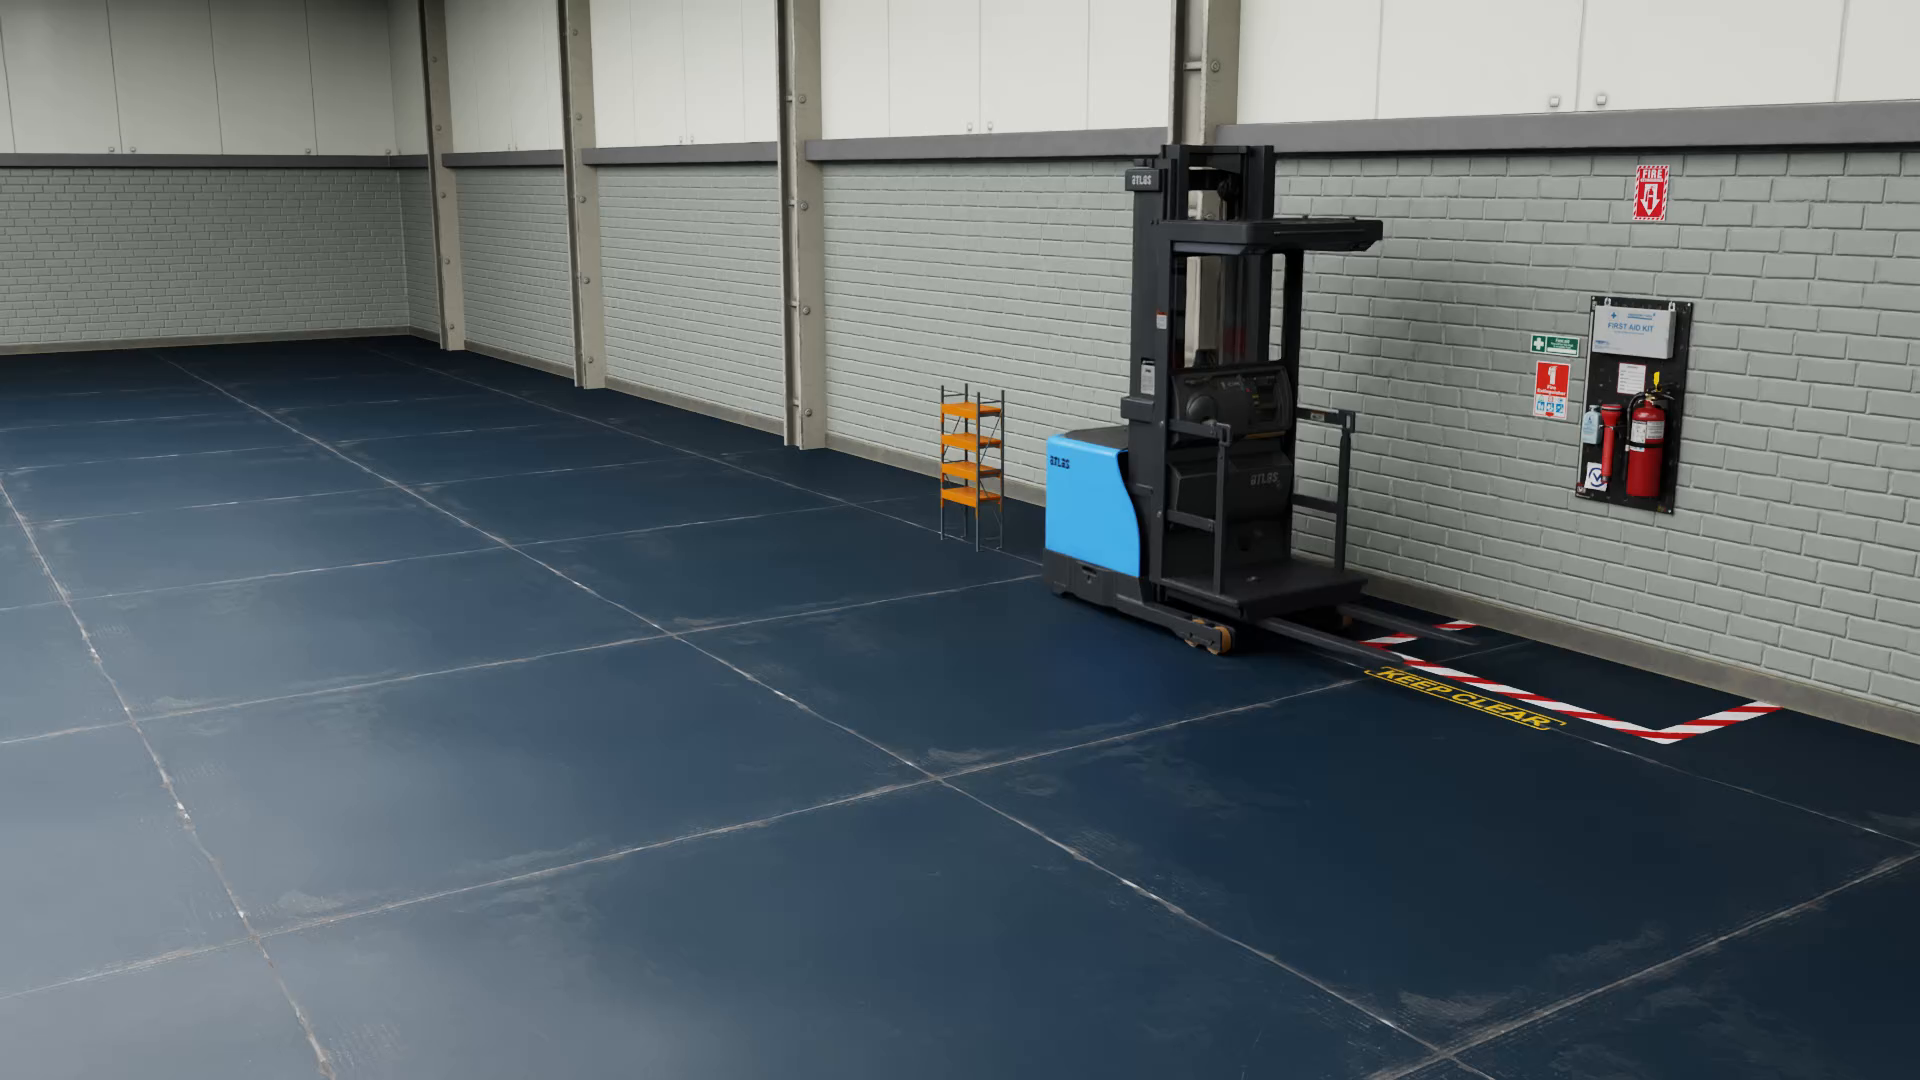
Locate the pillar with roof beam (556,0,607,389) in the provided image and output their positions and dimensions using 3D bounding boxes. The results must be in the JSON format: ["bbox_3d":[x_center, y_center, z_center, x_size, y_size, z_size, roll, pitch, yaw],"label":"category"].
[{"bbox_3d":[-8.514,-5.934,18.933,9.100,9.000,0.400,-8,15,-33],"label":"pillar with roof beam"}]

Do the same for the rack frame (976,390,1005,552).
[{"bbox_3d":[0.227,-0.513,12.401,0.240,1.200,0.015,-8,15,-33],"label":"rack frame"}]

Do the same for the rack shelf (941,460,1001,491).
[{"bbox_3d":[0.092,-0.491,12.613,0.258,0.148,0.480,-8,15,-33],"label":"rack shelf"}]

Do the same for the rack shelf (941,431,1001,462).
[{"bbox_3d":[0.092,-0.710,12.566,0.258,0.148,0.480,-8,15,-33],"label":"rack shelf"}]

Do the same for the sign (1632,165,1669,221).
[{"bbox_3d":[3.784,-1.901,9.108,0.001,0.298,0.199,-8,15,-33],"label":"sign"}]

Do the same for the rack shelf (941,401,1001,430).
[{"bbox_3d":[0.092,-0.941,12.515,0.258,0.148,0.480,-8,15,-33],"label":"rack shelf"}]

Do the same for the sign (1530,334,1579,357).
[{"bbox_3d":[3.480,-1.141,9.732,0.001,0.109,0.331,-8,15,-33],"label":"sign"}]

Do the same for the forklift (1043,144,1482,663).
[{"bbox_3d":[1.784,-0.874,9.996,1.130,2.935,3.031,-8,15,-32],"label":"forklift"}]

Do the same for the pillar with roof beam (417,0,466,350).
[{"bbox_3d":[-11.838,-7.001,23.812,9.100,9.000,0.400,-8,15,-33],"label":"pillar with roof beam"}]

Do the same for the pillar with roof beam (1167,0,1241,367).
[{"bbox_3d":[-1.866,-3.800,9.174,9.100,9.000,0.400,-8,15,-33],"label":"pillar with roof beam"}]

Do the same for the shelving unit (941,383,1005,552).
[{"bbox_3d":[0.092,-0.557,12.599,0.258,1.200,0.503,-8,15,-33],"label":"shelving unit"}]

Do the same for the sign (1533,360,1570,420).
[{"bbox_3d":[3.485,-0.884,9.797,0.001,0.329,0.234,-8,15,-33],"label":"sign"}]

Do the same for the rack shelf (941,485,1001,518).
[{"bbox_3d":[0.092,-0.297,12.656,0.258,0.148,0.480,-8,15,-33],"label":"rack shelf"}]

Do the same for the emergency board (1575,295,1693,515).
[{"bbox_3d":[3.705,-0.756,9.295,0.194,1.169,0.643,-8,15,-33],"label":"emergency board"}]

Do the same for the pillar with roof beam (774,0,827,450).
[{"bbox_3d":[-5.190,-4.867,14.053,9.100,9.000,0.400,-8,15,-33],"label":"pillar with roof beam"}]

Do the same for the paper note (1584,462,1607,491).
[{"bbox_3d":[3.664,-0.365,9.571,0.016,0.148,0.142,-8,15,-33],"label":"paper note"}]

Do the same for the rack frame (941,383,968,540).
[{"bbox_3d":[-0.043,-0.600,12.797,0.240,1.200,0.015,-8,15,-33],"label":"rack frame"}]
